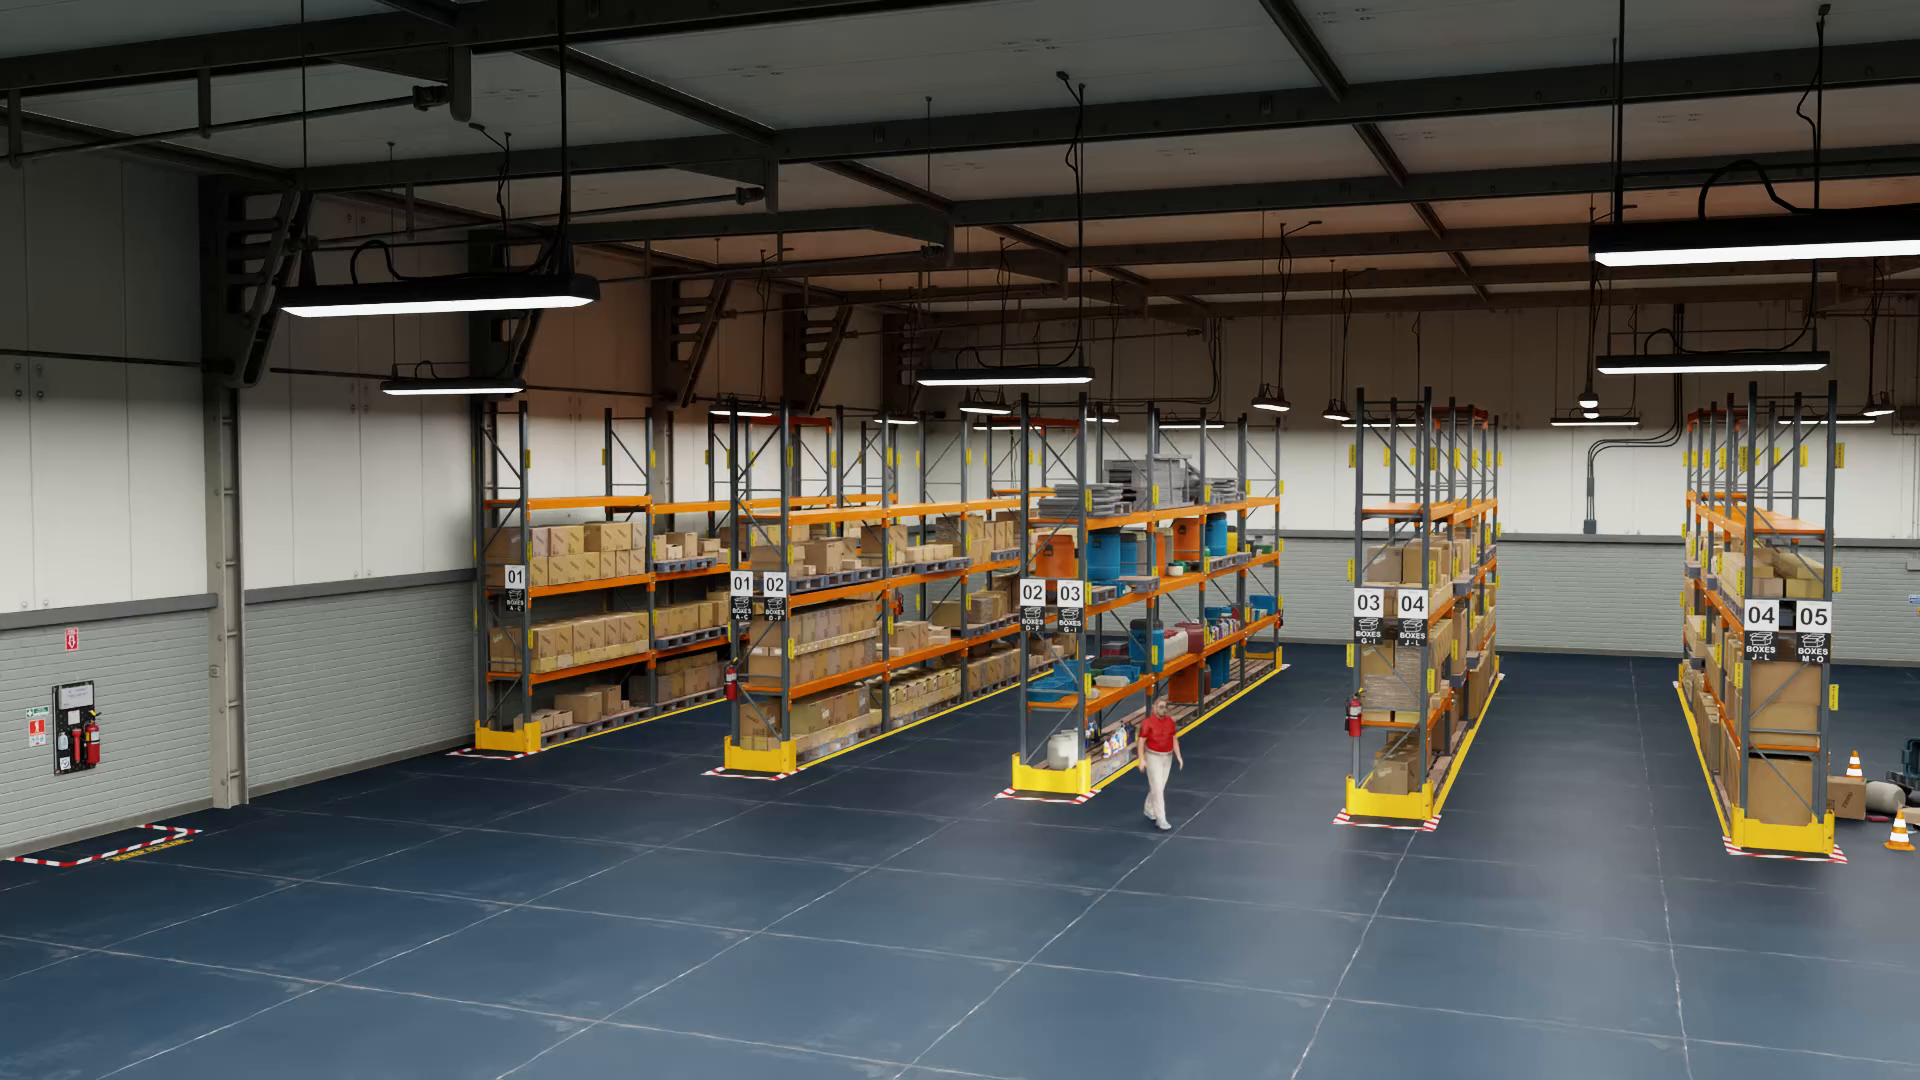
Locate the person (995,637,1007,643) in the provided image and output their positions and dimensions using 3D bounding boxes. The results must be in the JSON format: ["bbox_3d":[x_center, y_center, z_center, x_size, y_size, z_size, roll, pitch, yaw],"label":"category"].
[{"bbox_3d":[0.954,1.928,44.974,0.741,1.753,0.541,1,3,21],"label":"person"}]

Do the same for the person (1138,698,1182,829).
[{"bbox_3d":[2.768,3.022,22.788,0.575,1.700,0.830,-2,3,-36],"label":"person"}]
